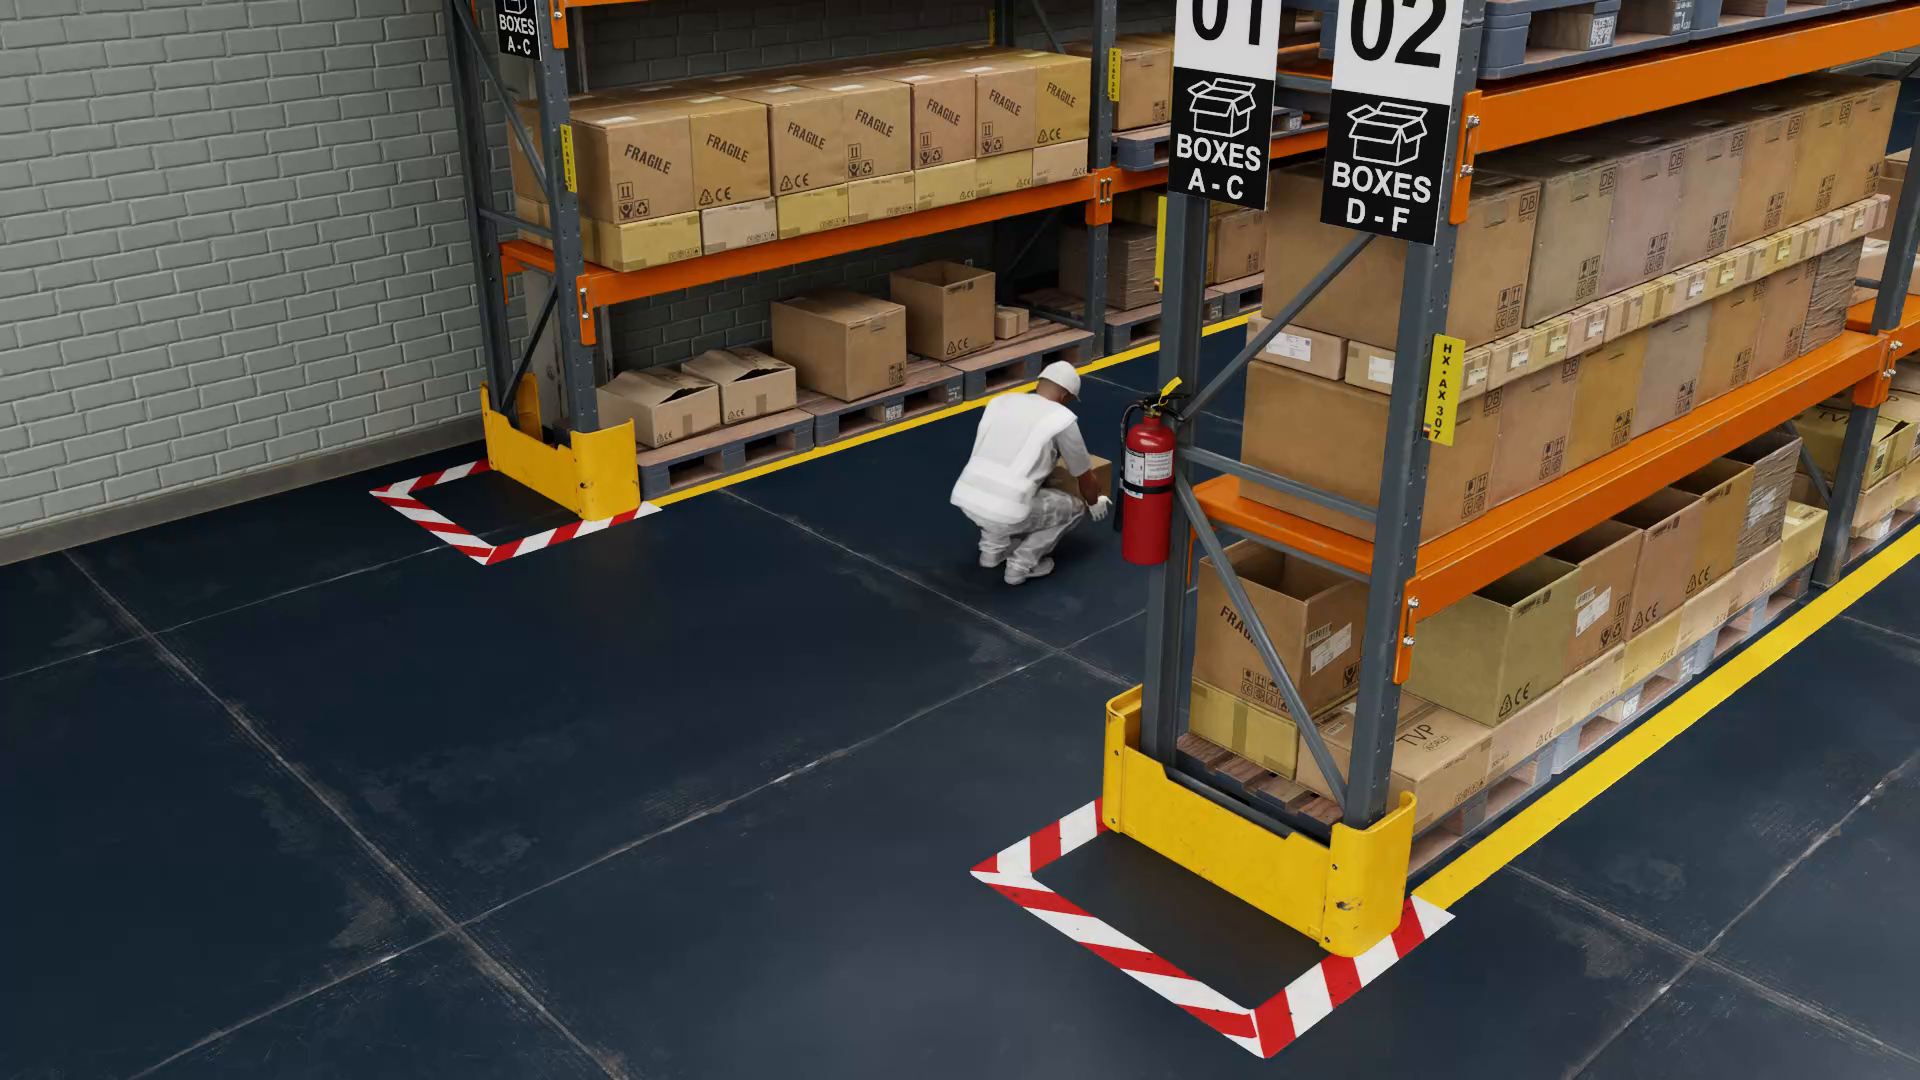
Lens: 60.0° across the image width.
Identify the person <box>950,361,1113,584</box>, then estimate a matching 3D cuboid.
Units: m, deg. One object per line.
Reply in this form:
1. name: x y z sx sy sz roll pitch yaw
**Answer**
1. person: 0.344 -0.354 8.349 0.898 0.993 0.567 -21 31 -39
